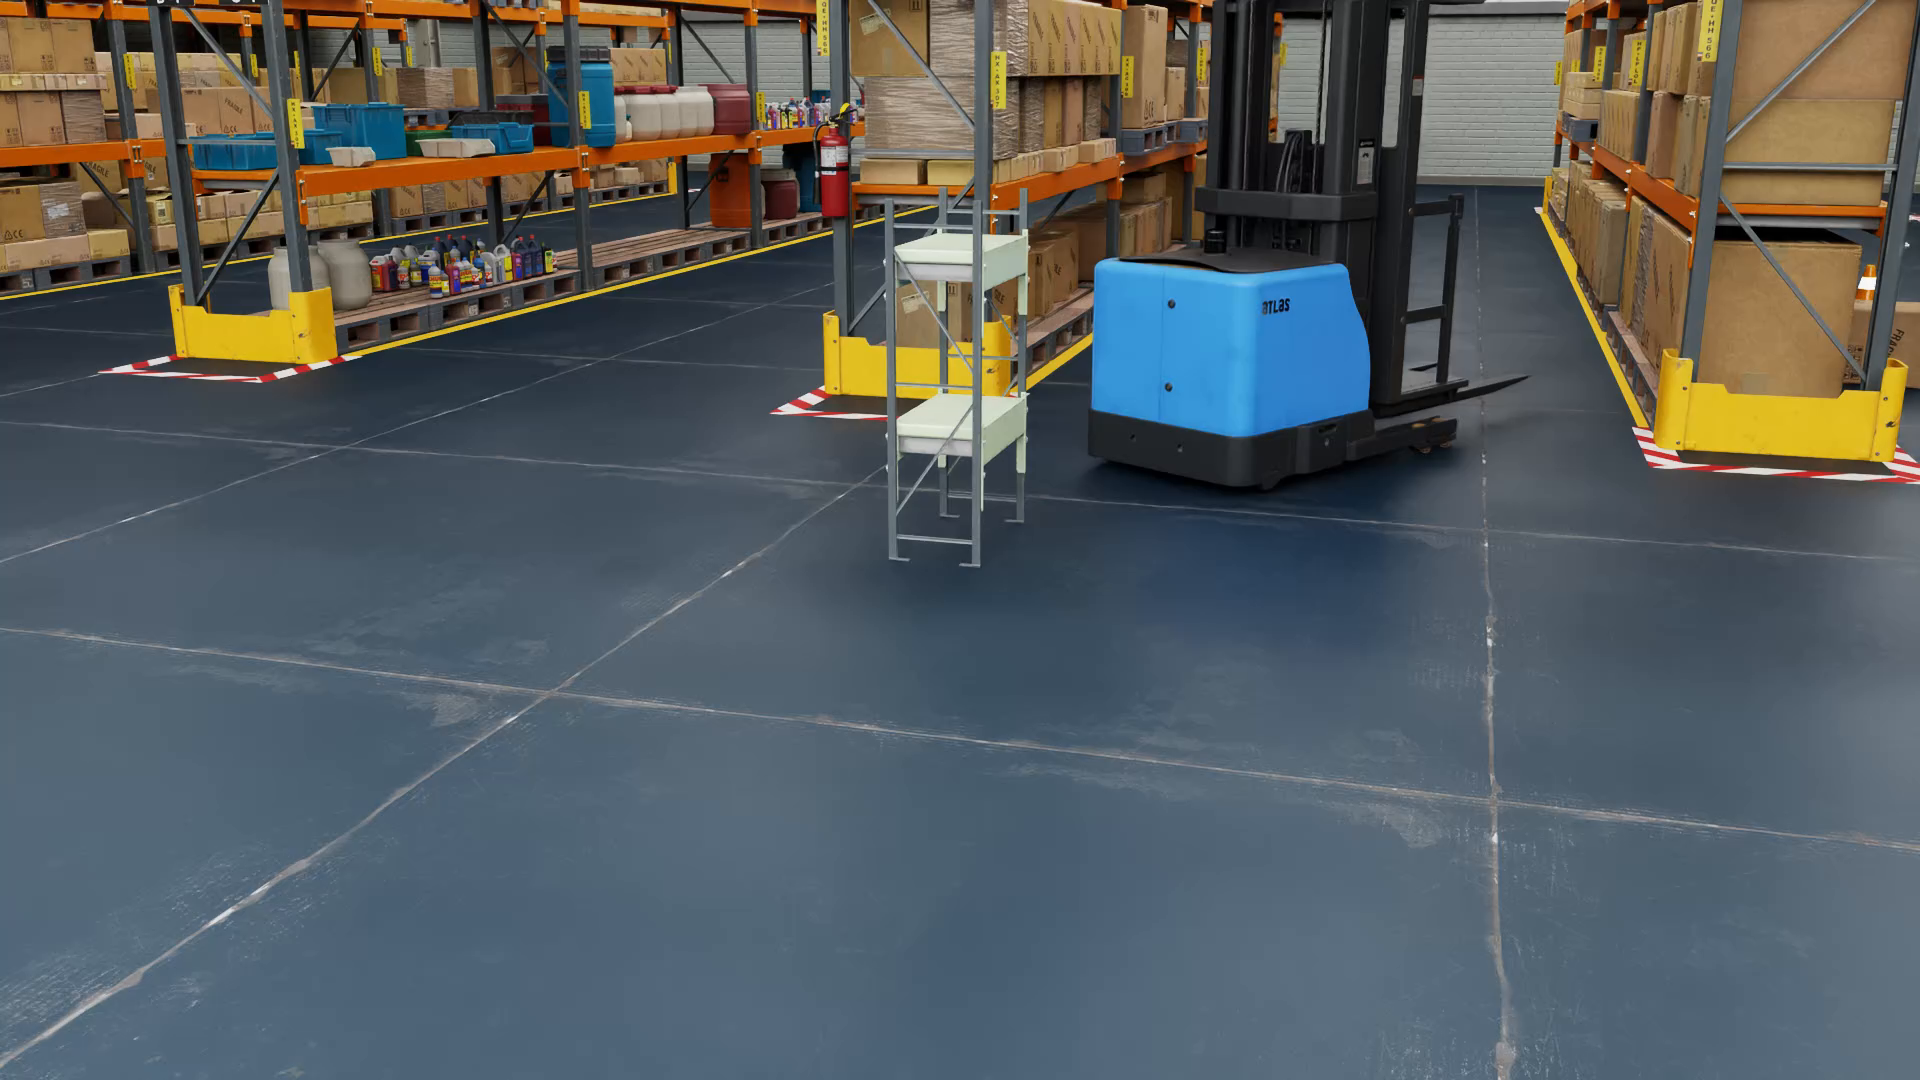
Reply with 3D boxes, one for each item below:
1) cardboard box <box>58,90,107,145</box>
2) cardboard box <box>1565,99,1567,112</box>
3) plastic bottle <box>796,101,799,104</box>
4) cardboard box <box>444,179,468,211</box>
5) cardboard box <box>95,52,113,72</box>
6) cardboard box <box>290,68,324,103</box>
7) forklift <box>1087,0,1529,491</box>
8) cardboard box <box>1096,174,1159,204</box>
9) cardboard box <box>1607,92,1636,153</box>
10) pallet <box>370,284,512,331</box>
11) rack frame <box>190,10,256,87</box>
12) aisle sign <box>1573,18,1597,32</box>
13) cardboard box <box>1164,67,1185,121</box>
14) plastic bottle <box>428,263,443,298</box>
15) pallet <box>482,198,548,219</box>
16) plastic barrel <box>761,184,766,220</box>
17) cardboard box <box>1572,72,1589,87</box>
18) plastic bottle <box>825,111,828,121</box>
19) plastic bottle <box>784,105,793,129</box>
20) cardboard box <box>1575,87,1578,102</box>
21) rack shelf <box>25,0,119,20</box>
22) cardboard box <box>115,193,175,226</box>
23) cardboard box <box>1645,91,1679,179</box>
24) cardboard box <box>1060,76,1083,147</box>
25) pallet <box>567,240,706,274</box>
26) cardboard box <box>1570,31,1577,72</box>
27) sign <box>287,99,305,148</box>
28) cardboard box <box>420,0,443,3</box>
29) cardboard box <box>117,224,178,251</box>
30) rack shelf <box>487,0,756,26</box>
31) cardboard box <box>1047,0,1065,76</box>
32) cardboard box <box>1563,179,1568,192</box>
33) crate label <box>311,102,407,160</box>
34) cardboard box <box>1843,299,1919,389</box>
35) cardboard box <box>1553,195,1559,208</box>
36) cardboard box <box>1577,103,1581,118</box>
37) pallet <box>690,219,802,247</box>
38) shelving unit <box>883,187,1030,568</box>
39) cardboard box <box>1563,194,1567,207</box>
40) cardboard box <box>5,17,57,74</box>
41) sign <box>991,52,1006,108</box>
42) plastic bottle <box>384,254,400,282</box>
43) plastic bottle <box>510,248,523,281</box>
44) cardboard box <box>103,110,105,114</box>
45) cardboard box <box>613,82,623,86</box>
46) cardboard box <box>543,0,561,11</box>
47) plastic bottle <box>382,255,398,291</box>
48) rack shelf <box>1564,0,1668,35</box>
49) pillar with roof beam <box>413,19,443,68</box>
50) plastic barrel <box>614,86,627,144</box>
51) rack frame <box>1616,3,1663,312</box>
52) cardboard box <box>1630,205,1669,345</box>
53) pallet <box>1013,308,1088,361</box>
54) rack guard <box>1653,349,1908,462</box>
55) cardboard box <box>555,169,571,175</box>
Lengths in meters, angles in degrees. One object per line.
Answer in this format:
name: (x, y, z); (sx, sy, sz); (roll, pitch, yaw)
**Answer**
cardboard box: (-8.776, -4.105, 16.123); (0.700, 0.500, 0.500); (4, 16, 14)
cardboard box: (7.215, -5.027, 19.248); (0.380, 0.149, 0.250); (5, 17, 17)
plastic bottle: (-2.185, -5.728, 22.241); (0.061, 0.283, 0.133); (5, 16, 16)
cardboard box: (-6.825, -4.595, 21.806); (0.500, 0.500, 0.500); (4, 16, 15)
cardboard box: (-11.741, -6.405, 22.273); (0.500, 0.250, 0.500); (4, 16, 15)
cardboard box: (-10.750, -7.126, 26.405); (0.980, 0.700, 0.700); (4, 16, 14)
forklift: (2.085, -1.969, 8.899); (3.031, 2.935, 1.130); (-14, 21, -41)
cardboard box: (1.675, -3.504, 16.586); (0.500, 0.250, 0.500); (7, 17, 22)
cardboard box: (5.889, -3.596, 14.329); (0.500, 0.500, 0.500); (4, 16, 15)
pallet: (-4.483, -1.955, 13.834); (1.003, 0.211, 1.213); (5, 16, 16)
rack frame: (-11.133, -6.650, 25.278); (1.000, 3.000, 0.127); (5, 16, 16)
aisle sign: (8.711, -7.426, 23.250); (0.394, 0.787, 0.004); (5, 16, 16)
cardboard box: (1.800, -4.403, 16.404); (0.700, 0.500, 0.500); (7, 17, 24)
plastic bottle: (-4.230, -2.092, 13.400); (0.097, 0.271, 0.097); (0, 16, 0)
pallet: (-6.577, -4.710, 23.547); (1.003, 0.211, 1.213); (5, 16, 16)
plastic barrel: (-2.573, -4.124, 20.163); (0.421, 0.512, 0.421); (0, 16, 0)
cardboard box: (6.922, -5.048, 18.231); (0.380, 0.149, 0.250); (5, 17, 18)
plastic bottle: (-1.728, -5.363, 21.104); (0.097, 0.201, 0.097); (0, 16, 0)
plastic bottle: (-2.059, -5.080, 19.957); (0.061, 0.283, 0.133); (5, 16, 16)
cardboard box: (6.700, -4.698, 17.543); (0.380, 0.149, 0.250); (5, 16, 15)
rack shelf: (-9.224, -4.748, 14.392); (1.077, 0.370, 4.000); (5, 16, 16)
cardboard box: (-8.299, -3.412, 17.103); (0.500, 0.311, 0.500); (5, 16, 16)
cardboard box: (5.074, -2.691, 11.044); (0.875, 0.550, 0.550); (5, 16, 16)
cardboard box: (0.433, -3.216, 12.444); (0.875, 0.500, 0.500); (5, 16, 16)
pallet: (-3.377, -2.976, 17.435); (1.003, 0.211, 1.213); (5, 16, 16)
cardboard box: (7.858, -6.039, 20.561); (0.500, 0.500, 0.500); (4, 16, 14)
sign: (-4.518, -2.832, 11.309); (0.100, 0.325, 0.005); (5, 16, 16)
cardboard box: (-7.134, -7.098, 21.176); (0.910, 0.500, 0.500); (5, 16, 16)
cardboard box: (-8.303, -3.139, 17.170); (0.500, 0.250, 0.500); (4, 16, 15)
rack shelf: (-3.339, -5.409, 16.724); (1.077, 0.370, 4.000); (5, 16, 16)
cardboard box: (0.412, -3.414, 11.310); (0.500, 0.500, 0.500); (5, 16, 16)
cardboard box: (7.791, -4.452, 20.894); (0.380, 0.149, 0.250); (4, 16, 15)
crate label: (-4.780, -3.262, 13.268); (0.502, 0.435, 0.616); (5, 16, 16)
cardboard box: (6.111, -1.307, 11.015); (0.500, 0.500, 0.500); (8, 18, 25)
cardboard box: (8.149, -4.520, 22.224); (0.380, 0.149, 0.250); (4, 16, 13)
cardboard box: (6.477, -4.351, 16.863); (0.380, 0.149, 0.250); (5, 16, 16)
pallet: (-2.587, -3.703, 19.999); (1.003, 0.211, 1.213); (5, 16, 16)
shelving unit: (-0.002, -0.720, 7.119); (0.431, 1.500, 0.755); (5, 16, 16)
cardboard box: (7.626, -4.167, 20.435); (0.380, 0.149, 0.250); (5, 17, 17)
cardboard box: (-8.918, -4.597, 15.480); (0.700, 0.500, 0.500); (5, 16, 16)
sign: (0.225, -2.733, 9.880); (0.100, 0.325, 0.005); (5, 16, 16)
plastic bottle: (-4.805, -2.258, 13.979); (0.152, 0.276, 0.135); (4, 16, 14)
plastic bottle: (-3.875, -2.407, 14.489); (0.061, 0.283, 0.133); (6, 17, 20)
cardboard box: (-11.717, -5.689, 22.312); (0.380, 0.149, 0.250); (5, 17, 18)
cardboard box: (-5.546, -6.825, 25.713); (0.500, 0.500, 0.500); (4, 16, 15)
cardboard box: (-6.007, -7.746, 23.919); (0.500, 0.250, 0.500); (5, 16, 16)
plastic bottle: (-4.742, -2.217, 13.822); (0.061, 0.283, 0.133); (5, 16, 16)
rack shelf: (8.410, -6.707, 21.300); (1.077, 0.370, 4.000); (5, 16, 16)
pillar with roof beam: (-5.930, -11.022, 29.699); (9.100, 9.000, 0.400); (5, 16, 16)
plastic barrel: (-3.425, -4.088, 15.994); (0.433, 0.535, 0.433); (0, 16, 0)
rack frame: (5.568, -2.994, 12.387); (1.000, 3.000, 0.127); (5, 16, 16)
cardboard box: (5.070, -1.778, 11.226); (0.875, 0.875, 0.875); (5, 17, 16)
pallet: (0.339, -1.565, 12.459); (1.003, 0.211, 1.213); (5, 16, 16)
rack guard: (4.424, -0.738, 9.016); (1.175, 0.500, 0.348); (5, 16, 16)
cardboard box: (-6.279, -5.552, 25.529); (0.500, 0.311, 0.500); (5, 16, 16)
